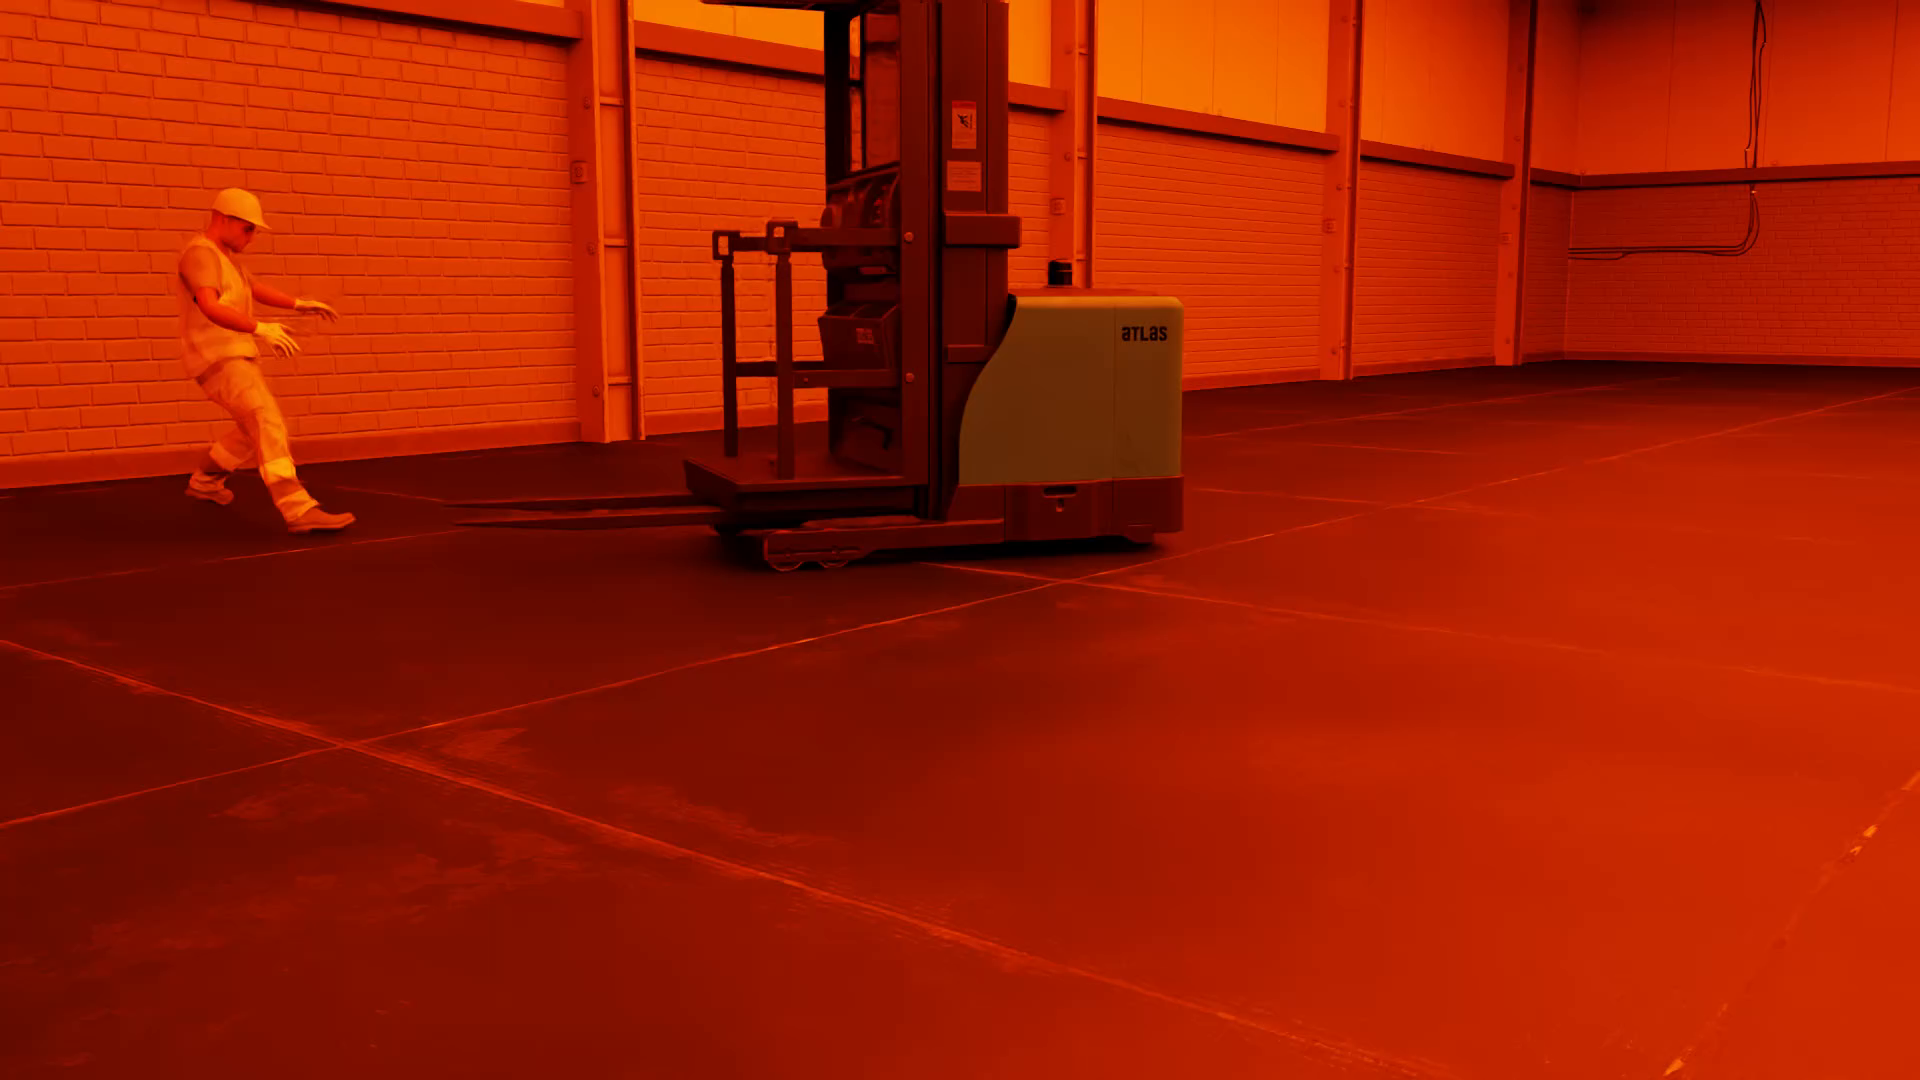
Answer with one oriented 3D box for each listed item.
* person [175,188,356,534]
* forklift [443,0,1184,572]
[{"bbox_3d":[-3.364,-0.885,7.985,0.945,1.572,1.267,-2,9,-12],"label":"person"},{"bbox_3d":[-0.606,-1.411,6.925,3.031,2.935,1.130,-3,9,-20],"label":"forklift"}]
